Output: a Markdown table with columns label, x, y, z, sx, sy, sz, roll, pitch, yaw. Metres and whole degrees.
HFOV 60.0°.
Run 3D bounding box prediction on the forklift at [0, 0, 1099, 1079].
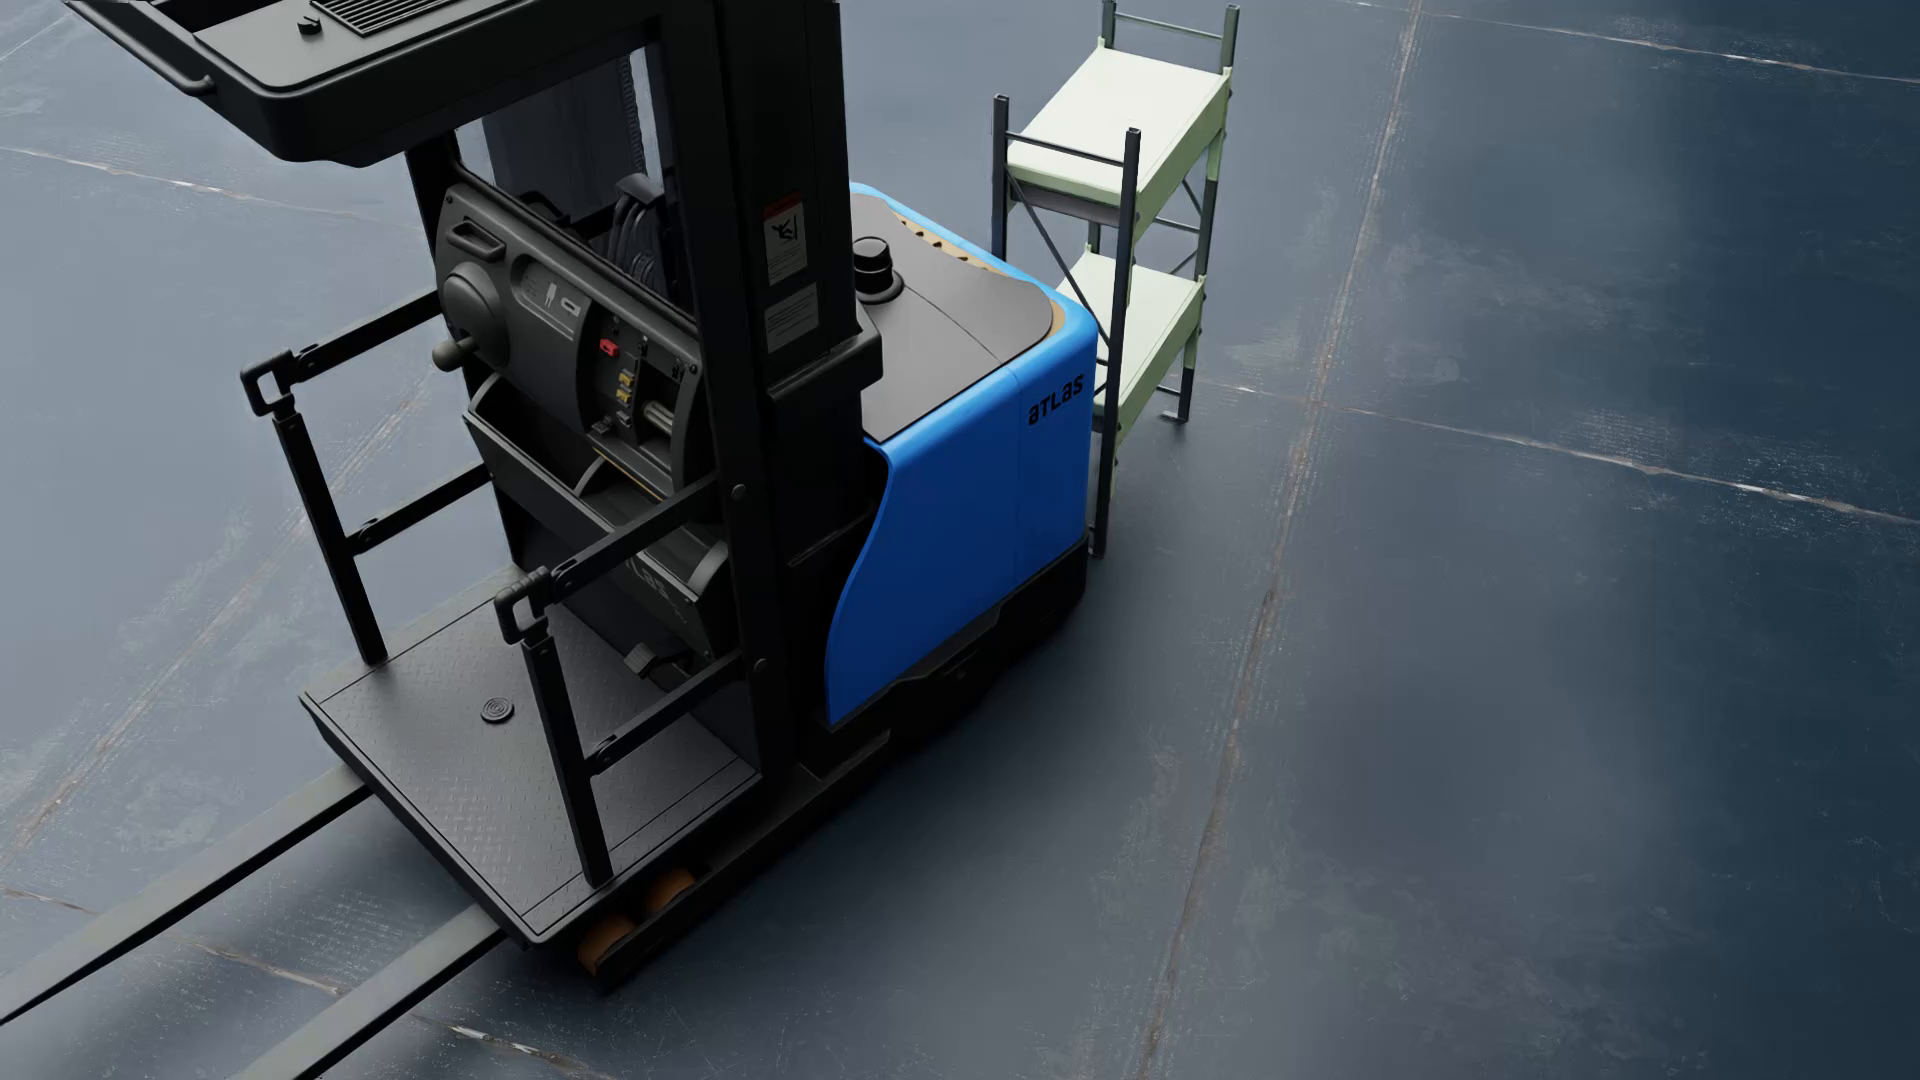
| label | x | y | z | sx | sy | sz | roll | pitch | yaw |
| --- | --- | --- | --- | --- | --- | --- | --- | --- | --- |
| forklift | -1.016 | -0.368 | 3.530 | 1.130 | 2.935 | 3.031 | 35 | 54 | 30 |

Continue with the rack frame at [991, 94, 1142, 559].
| label | x | y | z | sx | sy | sz | roll | pitch | yaw |
| --- | --- | --- | --- | --- | --- | --- | --- | --- | --- |
| rack frame | 0.270 | -0.544 | 4.734 | 0.400 | 1.500 | 0.023 | 19 | 48 | 19 |

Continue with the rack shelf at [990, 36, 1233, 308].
| label | x | y | z | sx | sy | sz | roll | pitch | yaw |
| --- | --- | --- | --- | --- | --- | --- | --- | --- | --- |
| rack shelf | 0.433 | -1.053 | 4.695 | 0.431 | 0.370 | 0.720 | 19 | 48 | 19 |

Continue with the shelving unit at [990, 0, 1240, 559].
| label | x | y | z | sx | sy | sz | roll | pitch | yaw |
| --- | --- | --- | --- | --- | --- | --- | --- | --- | --- |
| shelving unit | 0.433 | -0.774 | 4.968 | 0.431 | 1.500 | 0.755 | 19 | 48 | 19 |

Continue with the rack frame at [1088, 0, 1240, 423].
| label | x | y | z | sx | sy | sz | roll | pitch | yaw |
| --- | --- | --- | --- | --- | --- | --- | --- | --- | --- |
| rack frame | 0.595 | -1.003 | 5.203 | 0.400 | 1.500 | 0.023 | 19 | 48 | 19 |

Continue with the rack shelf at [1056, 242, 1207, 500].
| label | x | y | z | sx | sy | sz | roll | pitch | yaw |
| --- | --- | --- | --- | --- | --- | --- | --- | --- | --- |
| rack shelf | 0.433 | -0.541 | 5.196 | 0.431 | 0.370 | 0.720 | 19 | 48 | 19 |
